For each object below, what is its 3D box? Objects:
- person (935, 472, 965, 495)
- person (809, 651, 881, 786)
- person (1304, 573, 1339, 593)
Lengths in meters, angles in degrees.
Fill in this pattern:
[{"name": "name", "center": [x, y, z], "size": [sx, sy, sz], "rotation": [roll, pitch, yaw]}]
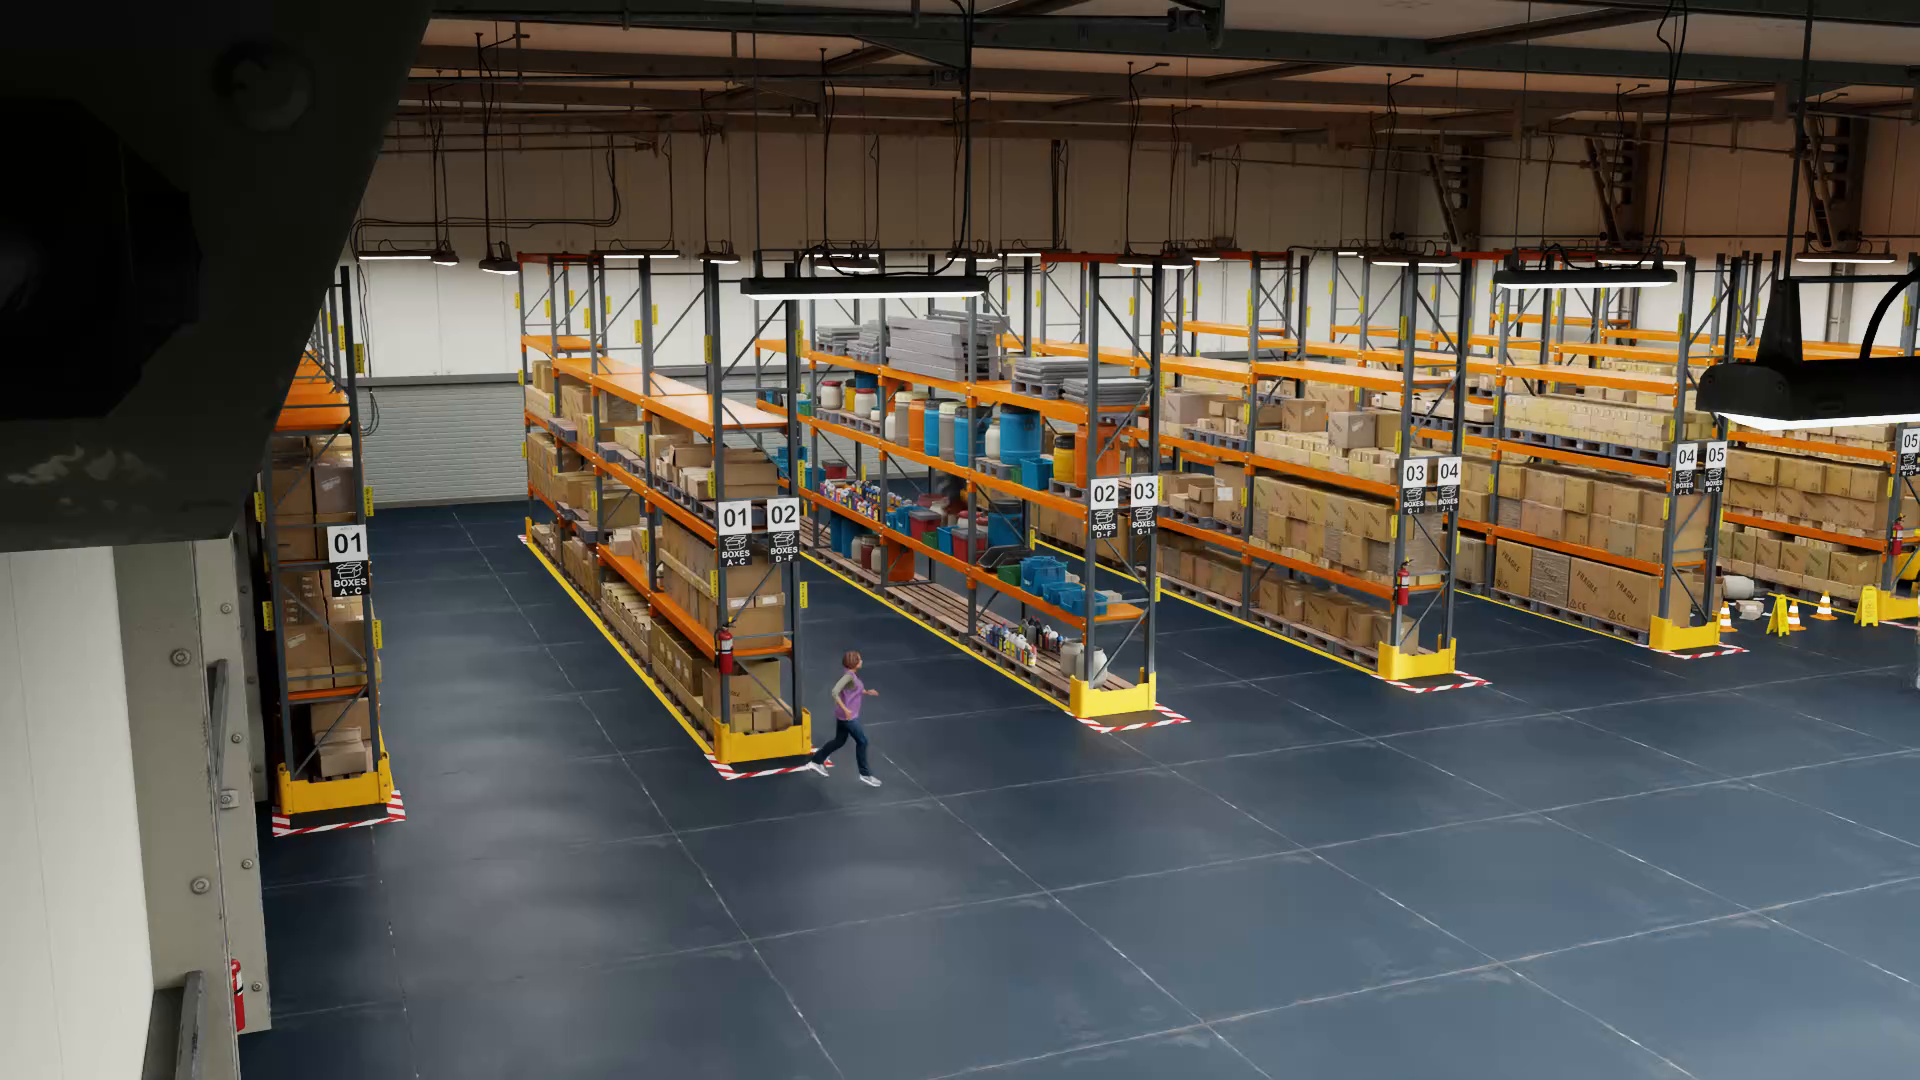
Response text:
[{"name": "person", "center": [-0.178, -1.677, 39.614], "size": [0.950, 1.620, 0.562], "rotation": [-1, 10, -4]}, {"name": "person", "center": [-1.345, 2.074, 19.253], "size": [0.852, 1.621, 0.583], "rotation": [0, 10, -1]}, {"name": "person", "center": [6.615, 0.138, 29.841], "size": [0.637, 1.614, 1.126], "rotation": [-5, 11, -25]}]
